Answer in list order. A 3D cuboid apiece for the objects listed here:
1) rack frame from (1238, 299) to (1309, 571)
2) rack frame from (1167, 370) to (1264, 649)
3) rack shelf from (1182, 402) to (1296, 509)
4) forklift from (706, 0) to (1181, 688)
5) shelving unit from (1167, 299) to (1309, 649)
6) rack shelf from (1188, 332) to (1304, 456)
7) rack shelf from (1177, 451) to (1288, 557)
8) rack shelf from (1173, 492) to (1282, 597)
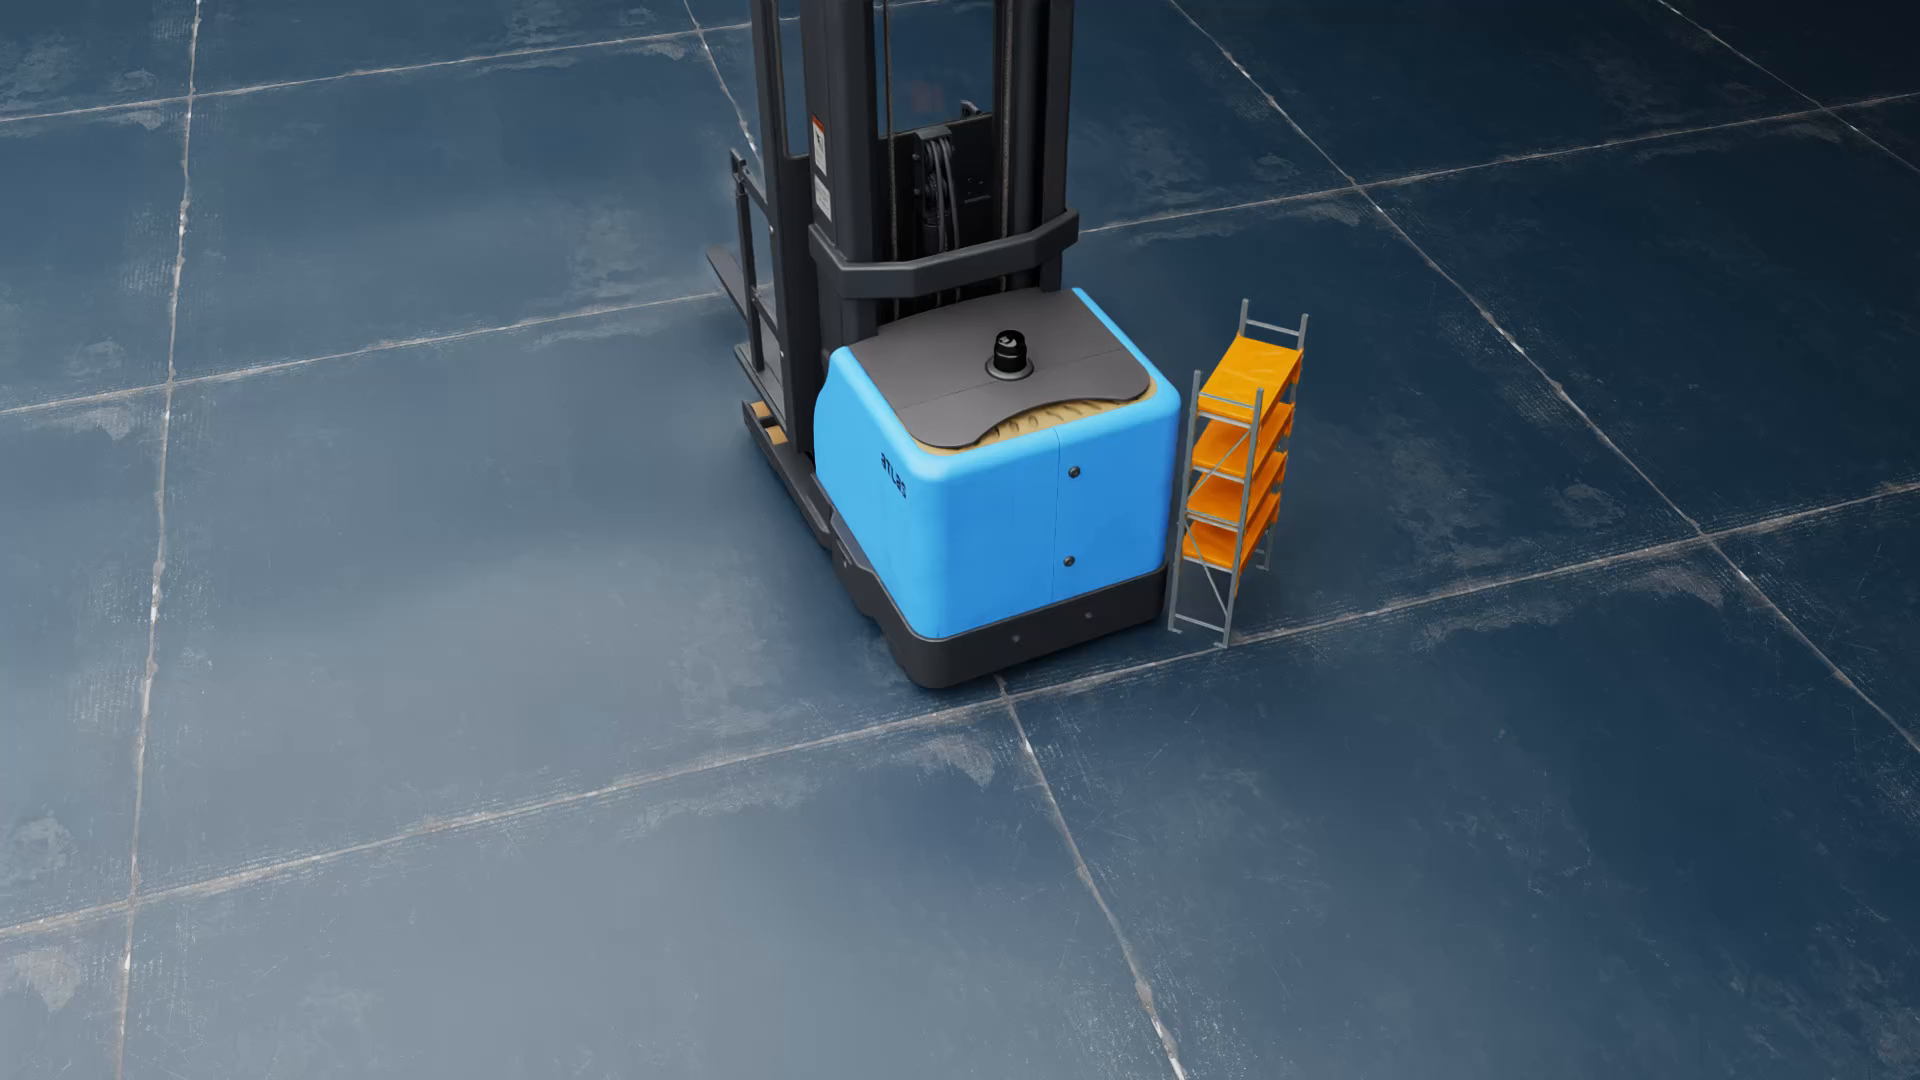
[{"bbox_3d":[1.116,-0.366,6.255,0.240,1.200,0.015,18,44,20],"label":"rack frame"},{"bbox_3d":[0.899,-0.078,5.926,0.240,1.200,0.015,18,44,20],"label":"rack frame"},{"bbox_3d":[1.007,-0.340,5.988,0.258,0.148,0.480,18,44,20],"label":"rack shelf"},{"bbox_3d":[-0.292,-1.538,6.282,1.130,2.935,3.031,-17,44,-18],"label":"forklift"},{"bbox_3d":[1.008,-0.222,6.091,0.258,1.200,0.503,18,44,20],"label":"shelving unit"},{"bbox_3d":[1.005,-0.519,5.833,0.258,0.148,0.480,18,44,20],"label":"rack shelf"},{"bbox_3d":[1.008,-0.171,6.135,0.258,0.148,0.480,18,44,20],"label":"rack shelf"},{"bbox_3d":[1.010,-0.021,6.265,0.258,0.148,0.480,18,44,20],"label":"rack shelf"}]
